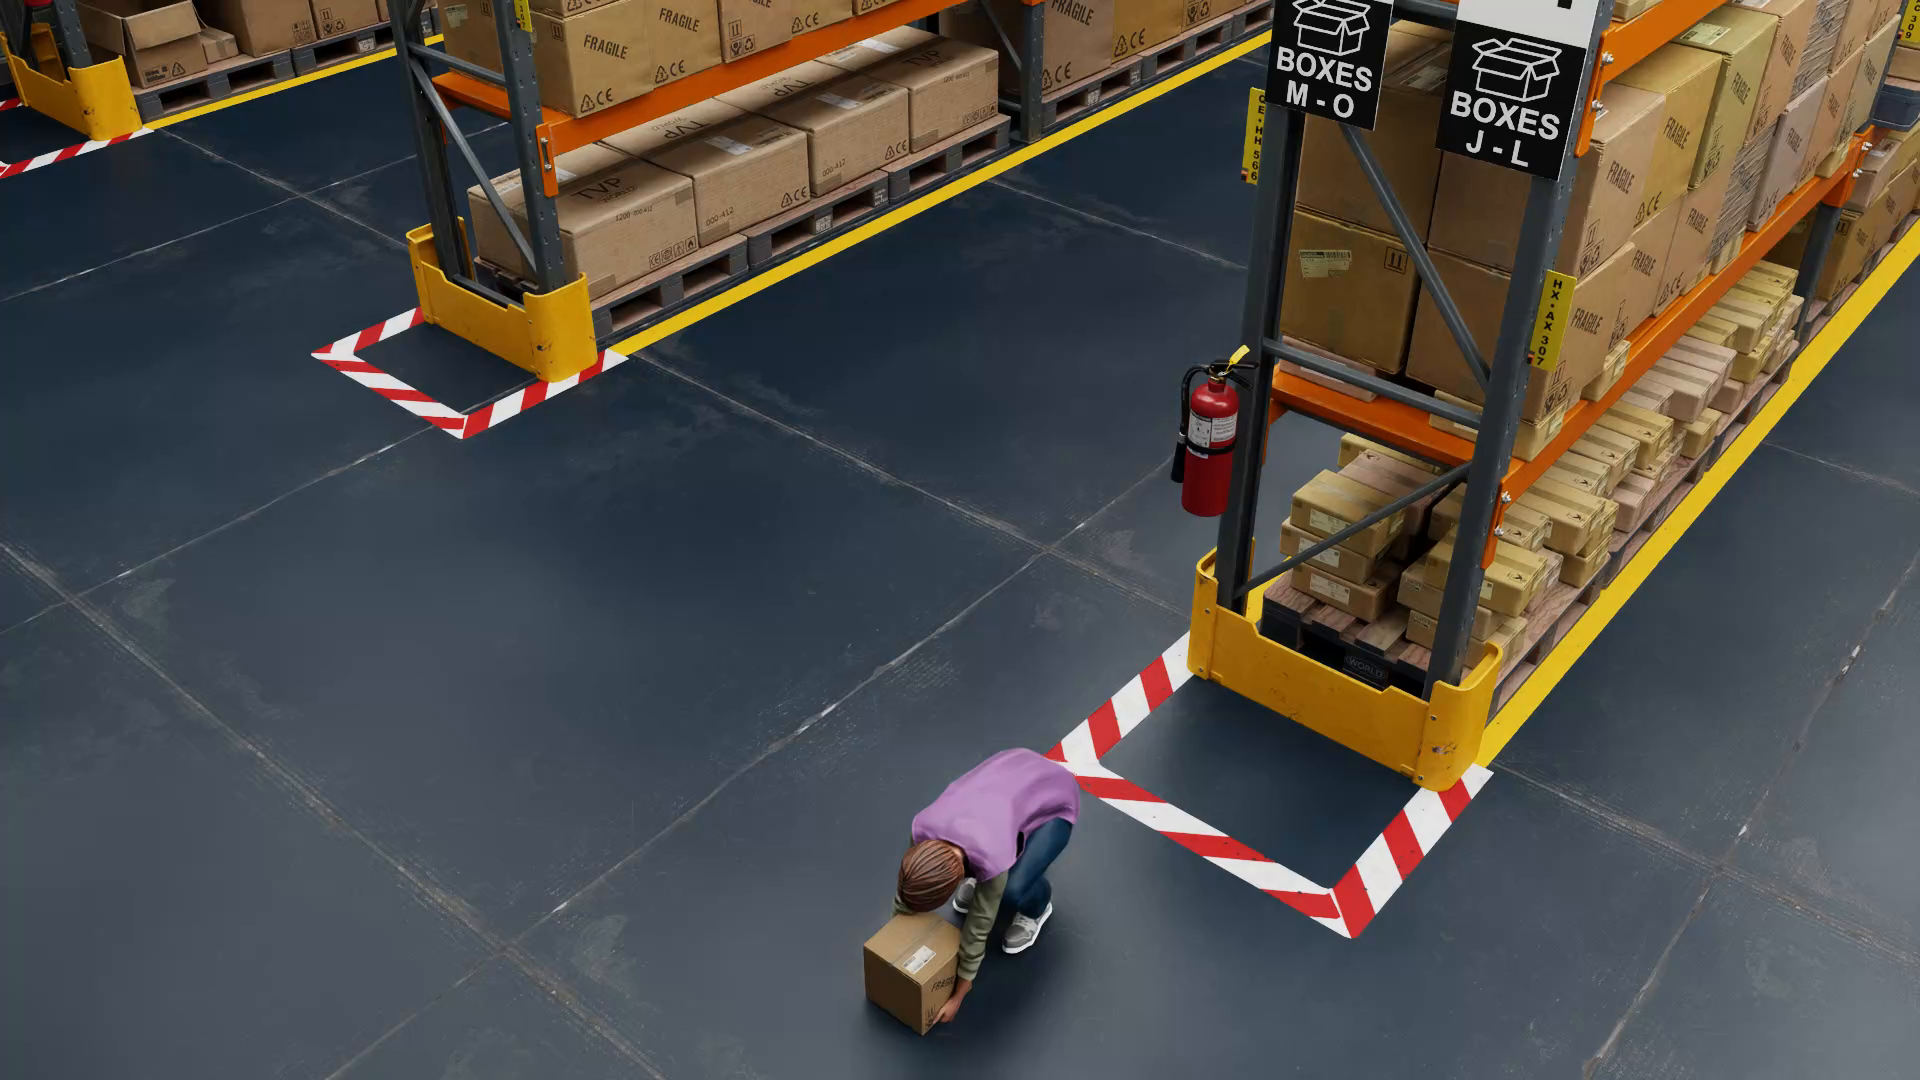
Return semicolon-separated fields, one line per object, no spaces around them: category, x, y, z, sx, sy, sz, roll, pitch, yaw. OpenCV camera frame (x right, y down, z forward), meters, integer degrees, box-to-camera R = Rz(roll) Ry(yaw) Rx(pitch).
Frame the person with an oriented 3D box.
person;0.074;1.073;5.456;0.418;0.715;0.855;25;42;31
